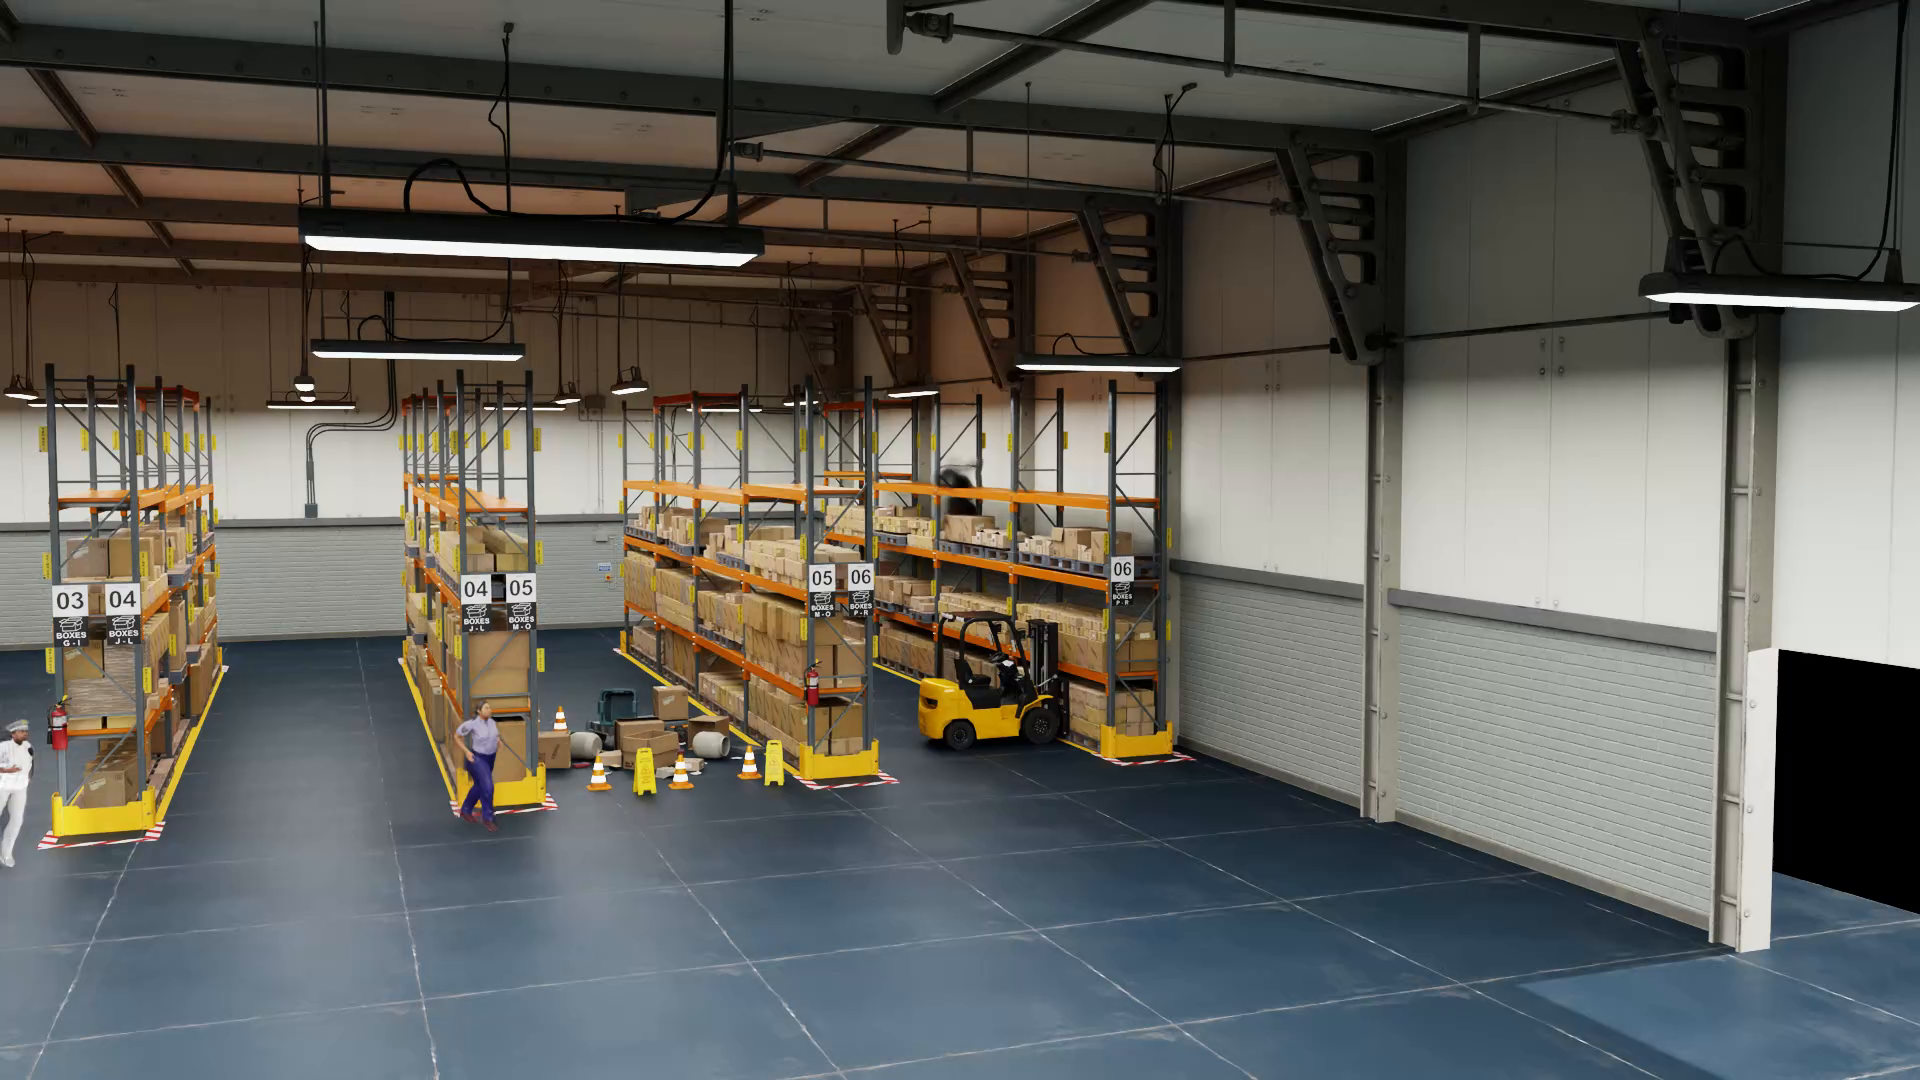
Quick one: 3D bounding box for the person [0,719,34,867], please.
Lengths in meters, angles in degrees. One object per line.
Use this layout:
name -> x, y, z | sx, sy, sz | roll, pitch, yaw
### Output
person -> -11.398, 2.998, 19.985 | 0.846, 1.690, 0.614 | 3, 4, 39

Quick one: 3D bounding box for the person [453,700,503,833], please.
person -> -6.227, 2.922, 21.567 | 0.737, 1.705, 0.599 | 1, 4, 21
